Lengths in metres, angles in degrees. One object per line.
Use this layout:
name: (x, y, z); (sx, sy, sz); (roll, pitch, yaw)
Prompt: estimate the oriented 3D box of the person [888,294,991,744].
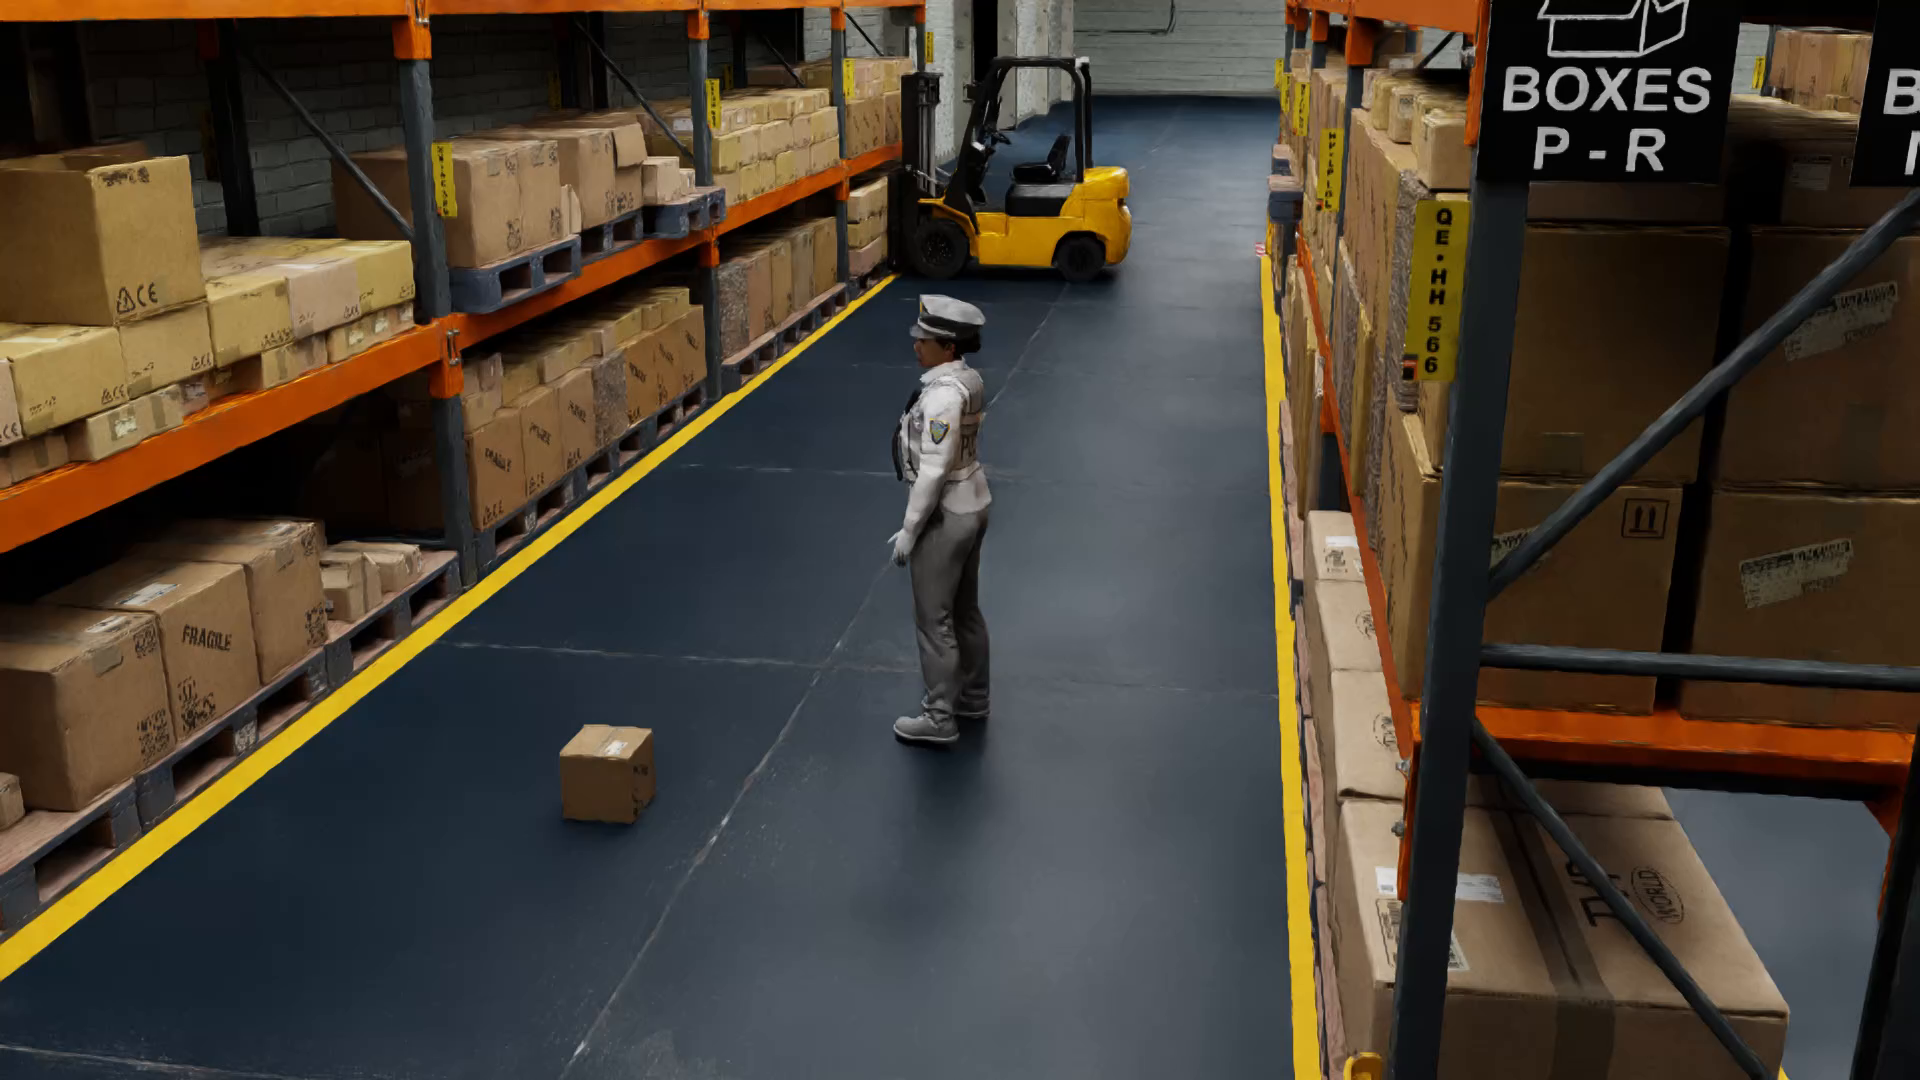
person: (-0.068, -0.071, 6.186); (0.345, 1.685, 0.506); (4, 19, 13)
